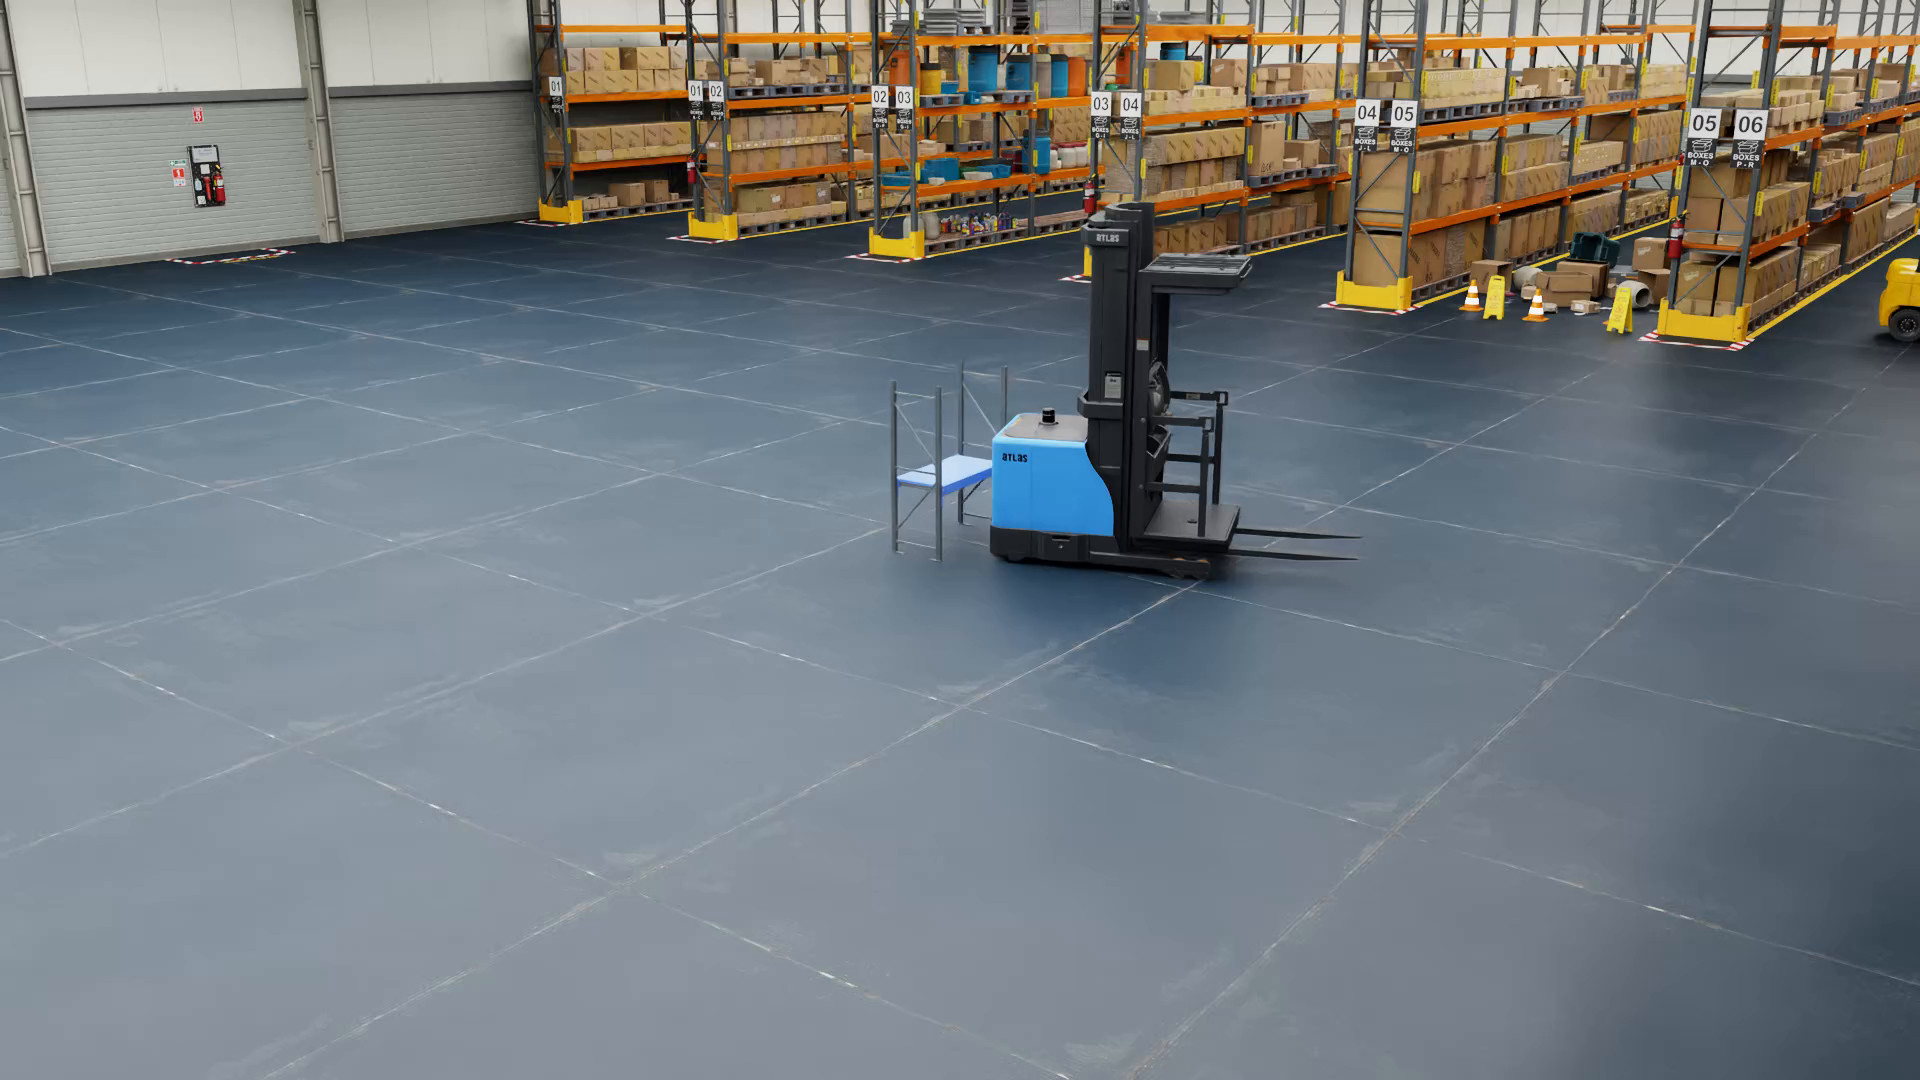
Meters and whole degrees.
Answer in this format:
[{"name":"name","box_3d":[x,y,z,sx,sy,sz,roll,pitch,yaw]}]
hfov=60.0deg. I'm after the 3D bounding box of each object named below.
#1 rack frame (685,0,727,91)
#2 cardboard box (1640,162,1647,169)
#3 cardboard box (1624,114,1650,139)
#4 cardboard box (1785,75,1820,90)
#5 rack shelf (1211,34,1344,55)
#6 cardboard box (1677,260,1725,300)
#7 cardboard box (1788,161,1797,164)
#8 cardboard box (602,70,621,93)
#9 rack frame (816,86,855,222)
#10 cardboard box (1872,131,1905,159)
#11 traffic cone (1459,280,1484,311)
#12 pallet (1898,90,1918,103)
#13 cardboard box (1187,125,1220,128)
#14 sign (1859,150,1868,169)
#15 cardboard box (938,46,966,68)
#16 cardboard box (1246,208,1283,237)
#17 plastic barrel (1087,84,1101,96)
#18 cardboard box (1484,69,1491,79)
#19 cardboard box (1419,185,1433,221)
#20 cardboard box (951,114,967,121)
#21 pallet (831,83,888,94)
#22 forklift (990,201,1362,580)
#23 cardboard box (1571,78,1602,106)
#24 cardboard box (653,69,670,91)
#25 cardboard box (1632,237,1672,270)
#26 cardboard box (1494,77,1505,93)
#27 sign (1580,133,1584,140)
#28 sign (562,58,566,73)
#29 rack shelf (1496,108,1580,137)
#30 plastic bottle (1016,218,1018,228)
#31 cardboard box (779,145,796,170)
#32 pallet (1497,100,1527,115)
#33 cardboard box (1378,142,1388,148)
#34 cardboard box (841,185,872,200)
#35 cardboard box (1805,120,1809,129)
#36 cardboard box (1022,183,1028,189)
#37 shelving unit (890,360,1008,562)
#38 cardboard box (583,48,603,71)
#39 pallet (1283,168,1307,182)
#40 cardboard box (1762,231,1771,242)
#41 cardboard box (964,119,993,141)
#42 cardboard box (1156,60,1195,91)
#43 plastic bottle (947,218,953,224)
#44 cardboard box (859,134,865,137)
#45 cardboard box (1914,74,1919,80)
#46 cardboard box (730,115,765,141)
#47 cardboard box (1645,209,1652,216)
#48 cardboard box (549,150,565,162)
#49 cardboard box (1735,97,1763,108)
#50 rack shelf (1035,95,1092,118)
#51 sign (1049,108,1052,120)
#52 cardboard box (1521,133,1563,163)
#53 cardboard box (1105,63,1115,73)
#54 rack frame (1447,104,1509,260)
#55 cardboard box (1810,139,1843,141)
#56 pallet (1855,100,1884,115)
[{"name":"rack frame","box_3d":[-5.221,-10.733,33.985,1.000,3.000,0.127,12,21,35]},{"name":"cardboard box","box_3d":[14.818,-8.223,36.443,0.380,0.149,0.250,13,21,36]},{"name":"cardboard box","box_3d":[14.567,-8.932,35.945,0.500,0.500,0.500,12,21,33]},{"name":"cardboard box","box_3d":[13.908,-7.526,27.417,0.500,0.250,0.500,13,21,36]},{"name":"rack shelf","box_3d":[6.307,-9.876,33.113,1.077,0.370,4.000,12,21,35]},{"name":"cardboard box","box_3d":[10.959,-3.848,24.593,0.500,0.500,0.500,13,21,35]},{"name":"cardboard box","box_3d":[13.460,-5.977,27.408,0.500,0.500,0.500,13,21,35]},{"name":"cardboard box","box_3d":[-8.147,-10.514,38.134,0.500,0.500,0.500,14,22,37]},{"name":"rack frame","box_3d":[-2.838,-8.821,37.942,1.000,3.000,0.127,12,21,35]},{"name":"cardboard box","box_3d":[18.320,-7.819,32.863,0.500,0.500,0.500,13,21,35]},{"name":"traffic cone","box_3d":[8.113,-3.880,26.310,0.336,0.463,0.334,12,21,35]},{"name":"pallet","box_3d":[18.337,-8.807,32.989,1.003,0.211,1.213,12,21,35]},{"name":"cardboard box","box_3d":[4.644,-7.674,31.895,0.500,0.500,0.500,12,21,35]},{"name":"sign","box_3d":[15.899,-6.692,29.270,0.100,0.325,0.005,12,21,35]},{"name":"cardboard box","box_3d":[-0.189,-11.834,40.733,0.500,0.500,0.500,12,21,35]},{"name":"cardboard box","box_3d":[6.131,-6.472,33.851,0.700,0.500,0.500,10,20,30]},{"name":"plastic barrel","box_3d":[2.951,-9.920,36.656,0.301,0.262,0.301,0,17,0]},{"name":"cardboard box","box_3d":[8.627,-7.788,27.760,0.380,0.149,0.250,13,21,36]},{"name":"cardboard box","box_3d":[7.151,-5.519,27.057,0.875,0.550,0.550,12,21,35]},{"name":"cardboard box","box_3d":[-0.389,-12.398,48.956,0.980,0.700,0.700,12,21,34]},{"name":"pallet","box_3d":[-2.323,-10.374,38.210,0.805,0.209,1.217,11,21,33]},{"name":"forklift","box_3d":[1.827,-1.248,13.671,3.031,2.935,1.130,5,18,14]},{"name":"cardboard box","box_3d":[12.268,-8.811,32.685,0.500,0.500,0.500,12,21,35]},{"name":"cardboard box","box_3d":[-7.232,-10.903,39.387,0.500,0.500,0.500,10,20,30]},{"name":"cardboard box","box_3d":[11.627,-4.793,27.912,0.500,0.500,0.500,12,21,35]},{"name":"cardboard box","box_3d":[8.952,-7.757,28.335,0.500,0.250,0.500,12,21,34]},{"name":"sign","box_3d":[13.365,-8.582,35.713,0.100,0.325,0.005,12,21,35]},{"name":"sign","box_3d":[-8.766,-10.496,36.807,0.100,0.325,0.005,12,21,35]},{"name":"rack shelf","box_3d":[10.231,-7.734,30.598,1.077,0.370,4.000,12,21,35]},{"name":"plastic bottle","box_3d":[1.172,-6.677,35.015,0.097,0.201,0.097,0,17,0]},{"name":"cardboard box","box_3d":[-4.012,-8.394,36.399,0.700,0.500,0.500,13,22,36]},{"name":"pallet","box_3d":[9.546,-7.737,29.717,0.805,0.209,1.217,11,21,33]},{"name":"cardboard box","box_3d":[9.217,-8.620,37.129,0.500,0.500,0.500,12,21,34]},{"name":"cardboard box","box_3d":[-2.391,-8.030,38.380,0.500,0.311,0.500,13,21,35]},{"name":"cardboard box","box_3d":[12.777,-6.392,25.487,0.380,0.149,0.250,13,21,35]},{"name":"cardboard box","box_3d":[1.564,-9.458,43.468,0.500,0.500,0.500,13,21,35]},{"name":"shelving unit","box_3d":[-0.086,-0.699,14.319,0.538,1.500,1.048,11,20,32]},{"name":"cardboard box","box_3d":[-8.438,-10.869,37.593,0.500,0.500,0.500,12,21,34]},{"name":"pallet","box_3d":[6.353,-7.452,33.857,1.003,0.211,1.213,12,21,35]},{"name":"cardboard box","box_3d":[11.610,-4.454,24.303,0.380,0.149,0.250,13,21,36]},{"name":"cardboard box","box_3d":[0.529,-10.376,42.073,0.500,0.500,0.700,-15,23,-40]},{"name":"cardboard box","box_3d":[3.834,-8.283,29.642,0.500,0.500,0.500,12,21,34]},{"name":"plastic bottle","box_3d":[-0.248,-6.504,34.334,0.152,0.276,0.135,12,21,33]},{"name":"cardboard box","box_3d":[-2.818,-11.065,45.559,0.380,0.149,0.250,12,21,33]},{"name":"cardboard box","box_3d":[20.029,-9.662,34.971,0.500,0.250,0.500,10,20,30]},{"name":"cardboard box","box_3d":[-4.592,-8.783,35.465,0.700,0.500,0.500,12,21,33]},{"name":"cardboard box","box_3d":[15.327,-7.382,37.410,0.380,0.149,0.250,13,21,36]},{"name":"cardboard box","box_3d":[-9.079,-8.826,38.178,0.500,0.250,0.500,13,21,35]},{"name":"cardboard box","box_3d":[11.067,-6.107,23.226,0.380,0.149,0.250,12,21,34]},{"name":"rack shelf","box_3d":[2.330,-9.510,36.317,1.077,0.370,4.000,12,21,35]},{"name":"sign","box_3d":[2.377,-11.182,43.593,0.100,0.325,0.005,12,21,35]},{"name":"cardboard box","box_3d":[11.147,-7.542,31.969,0.700,0.500,0.500,12,21,34]},{"name":"cardboard box","box_3d":[3.913,-12.992,45.726,0.500,0.250,0.500,12,21,35]},{"name":"rack frame","box_3d":[9.039,-6.169,29.403,1.000,3.000,0.127,12,21,35]},{"name":"cardboard box","box_3d":[15.855,-7.089,30.512,0.500,0.500,0.500,13,21,36]},{"name":"pallet","box_3d":[15.799,-7.776,29.838,1.213,0.211,1.003,14,22,37]}]
